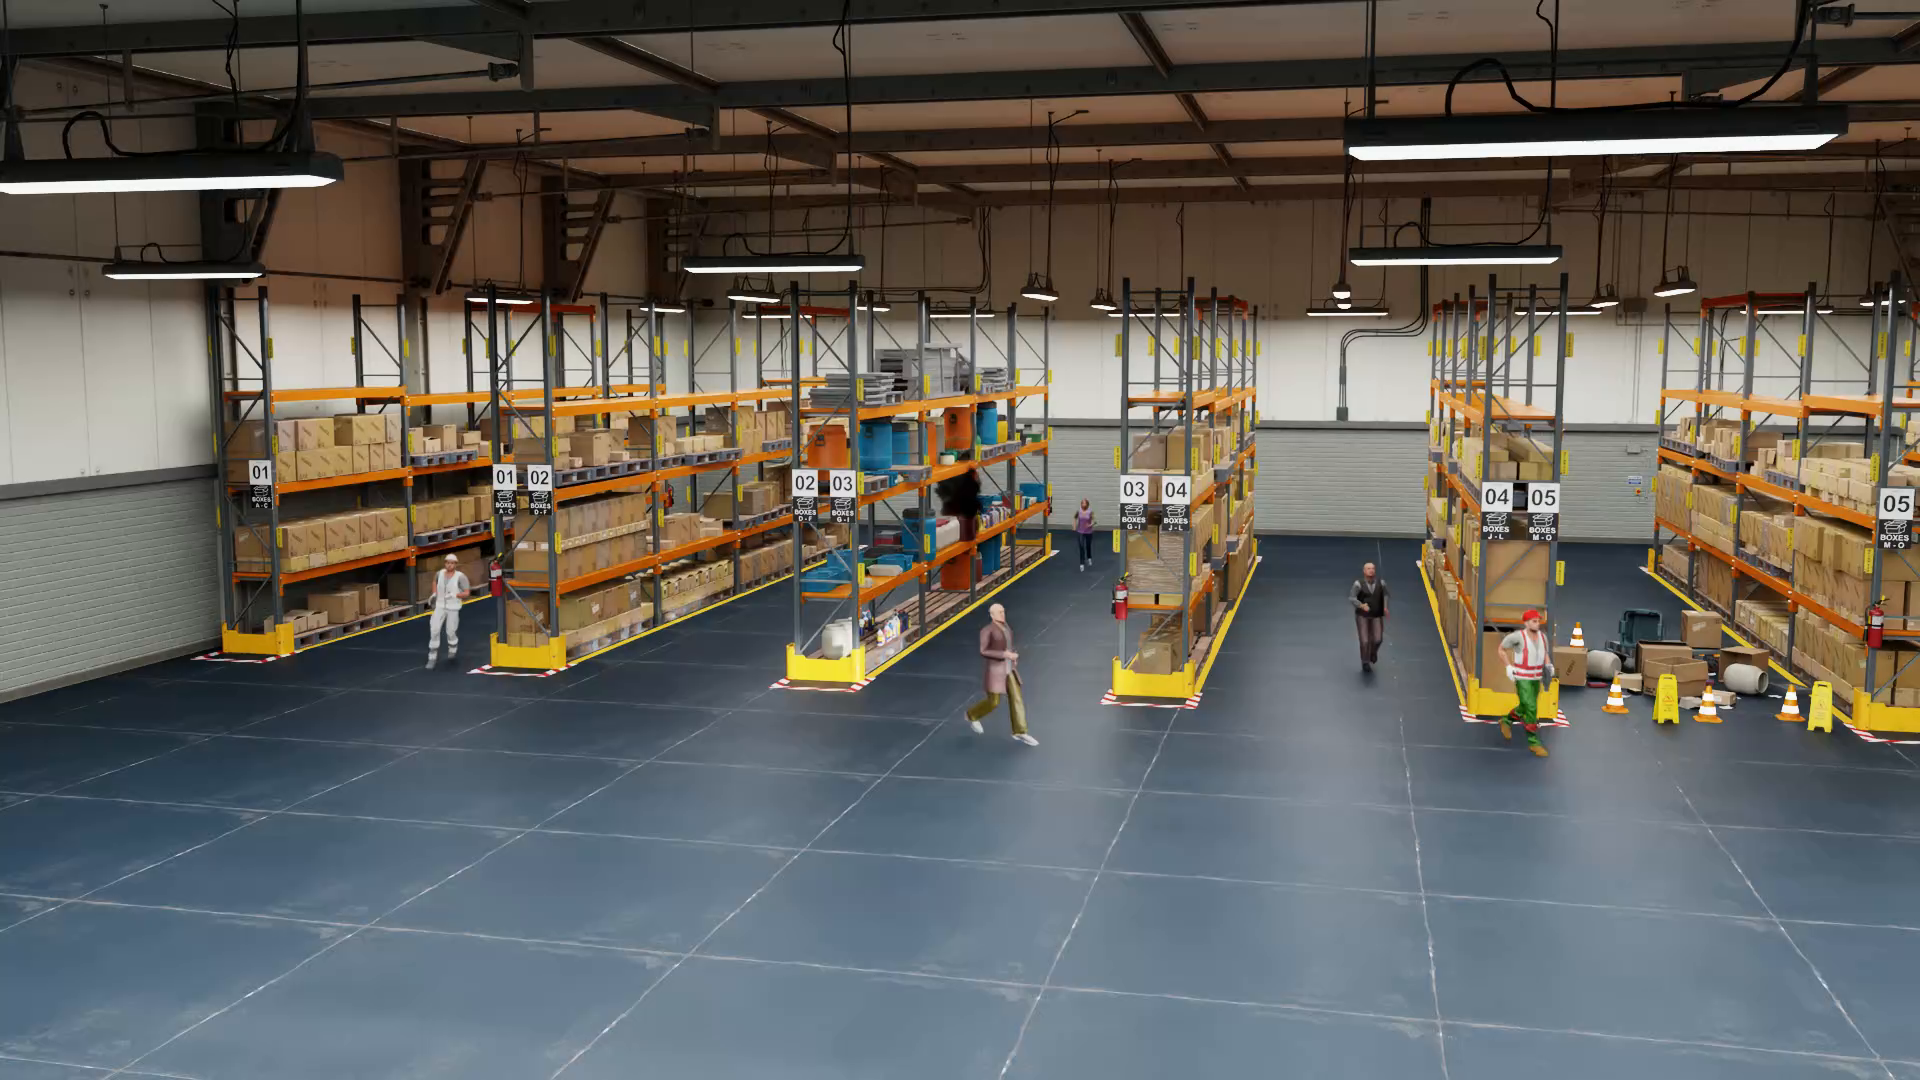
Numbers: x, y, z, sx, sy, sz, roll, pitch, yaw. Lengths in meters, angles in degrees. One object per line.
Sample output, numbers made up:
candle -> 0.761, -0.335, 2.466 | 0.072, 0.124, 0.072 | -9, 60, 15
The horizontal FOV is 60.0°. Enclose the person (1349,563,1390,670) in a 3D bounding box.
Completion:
person -> 6.390, 1.201, 25.890 | 0.653, 1.680, 0.568 | 0, 7, 4

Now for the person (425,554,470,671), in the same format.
person -> -8.090, 1.103, 26.328 | 0.686, 1.791, 0.885 | 0, 7, 1

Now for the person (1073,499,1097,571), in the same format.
person -> 2.845, -0.145, 37.926 | 0.556, 1.616, 0.779 | 1, 7, 11

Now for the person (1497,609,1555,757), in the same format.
person -> 7.063, 1.736, 20.797 | 0.625, 1.787, 0.963 | -3, 7, -24

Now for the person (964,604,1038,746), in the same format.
person -> 0.520, 1.685, 21.175 | 1.109, 1.764, 0.724 | 6, 9, 42
